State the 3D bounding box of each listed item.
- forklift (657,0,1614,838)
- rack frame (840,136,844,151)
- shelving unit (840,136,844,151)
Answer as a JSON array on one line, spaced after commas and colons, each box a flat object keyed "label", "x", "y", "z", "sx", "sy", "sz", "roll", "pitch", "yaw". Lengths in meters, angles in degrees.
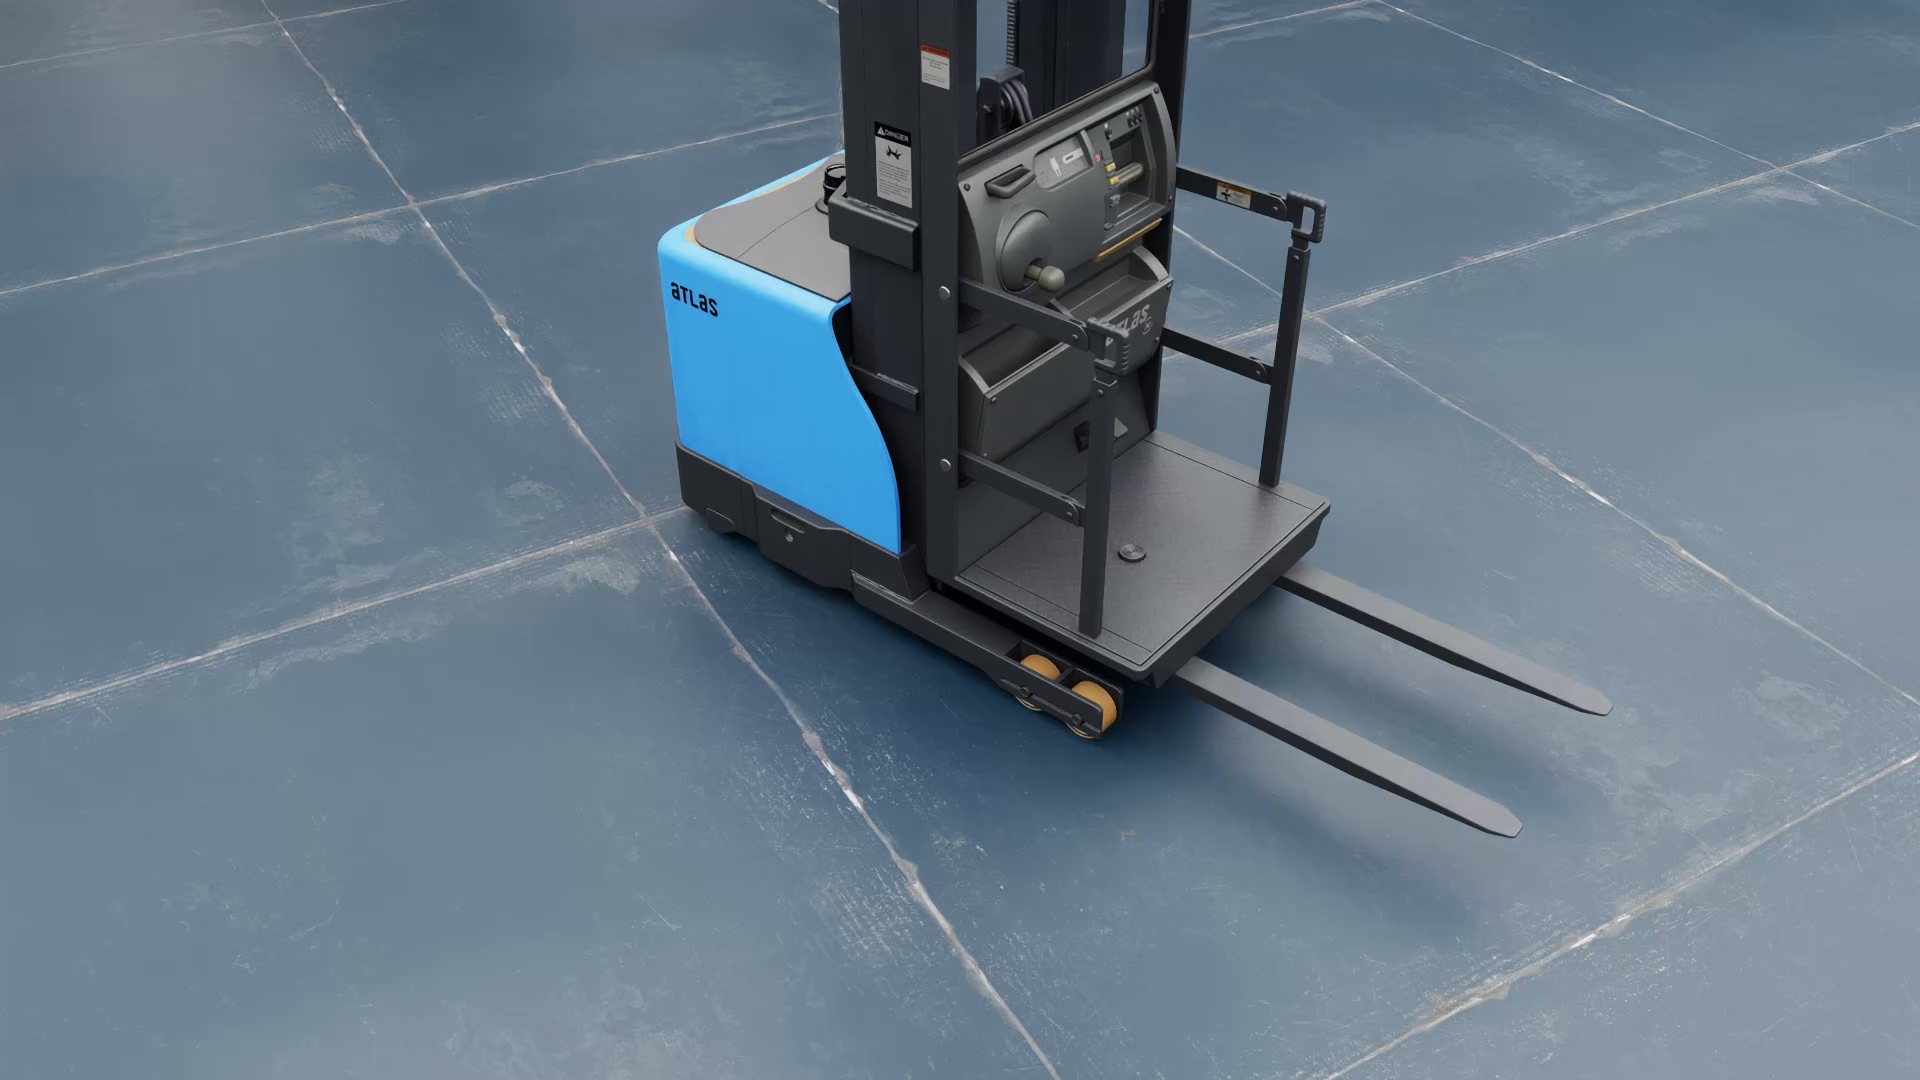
[{"label": "forklift", "x": 0.481, "y": -0.950, "z": 4.566, "sx": 3.031, "sy": 2.935, "sz": 1.130, "roll": 26, "pitch": 43, "yaw": 31}, {"label": "rack frame", "x": -0.434, "y": -1.178, "z": 6.301, "sx": 0.240, "sy": 1.200, "sz": 0.006, "roll": 24, "pitch": 15, "yaw": 33}, {"label": "shelving unit", "x": -0.380, "y": -1.180, "z": 6.375, "sx": 0.258, "sy": 1.200, "sz": 0.189, "roll": 24, "pitch": 15, "yaw": 33}]
